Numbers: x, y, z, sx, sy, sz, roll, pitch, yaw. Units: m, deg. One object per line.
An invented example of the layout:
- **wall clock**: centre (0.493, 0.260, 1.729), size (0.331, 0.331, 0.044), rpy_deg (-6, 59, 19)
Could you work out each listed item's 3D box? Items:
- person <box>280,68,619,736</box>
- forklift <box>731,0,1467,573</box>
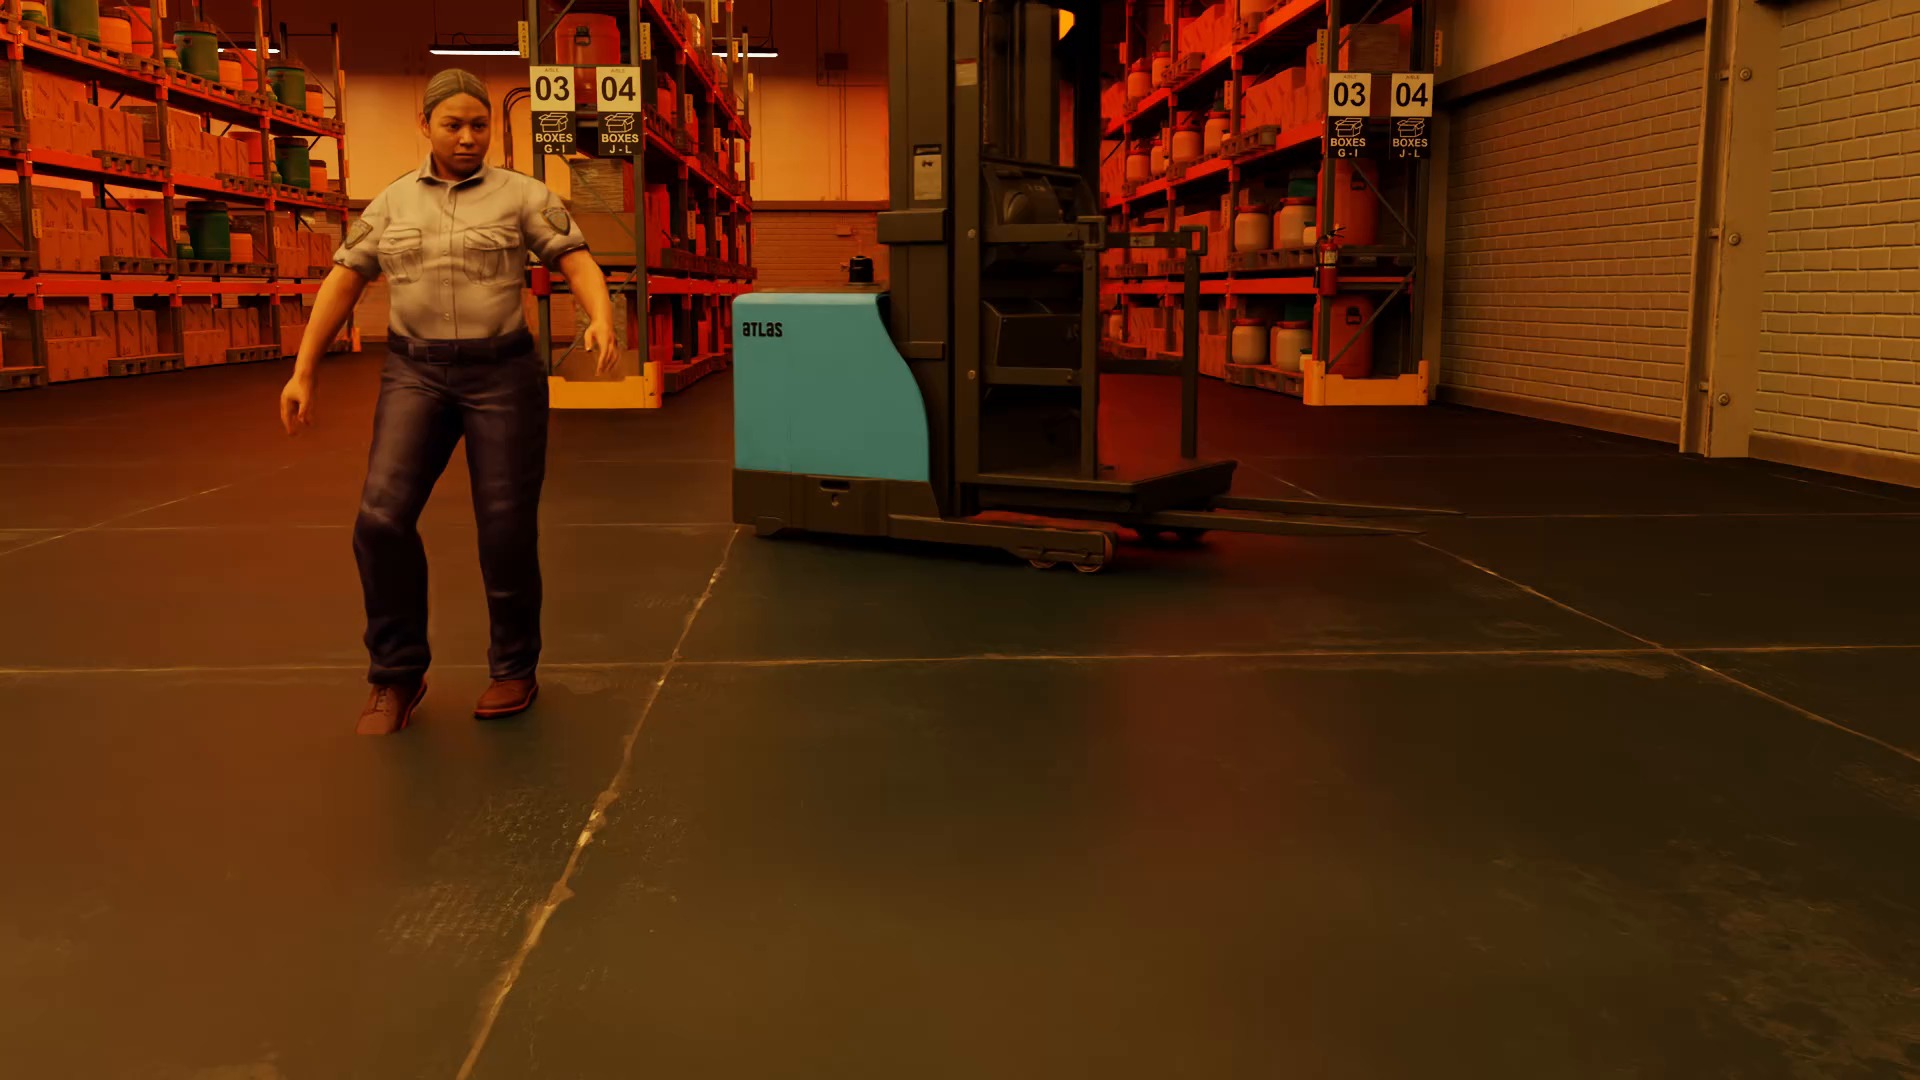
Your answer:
- **person**: centre (-1.265, -0.326, 4.180), size (0.880, 1.680, 0.491), rpy_deg (0, 8, 0)
- **forklift**: centre (0.520, -1.410, 6.826), size (3.031, 2.935, 1.130), rpy_deg (5, 10, 30)
